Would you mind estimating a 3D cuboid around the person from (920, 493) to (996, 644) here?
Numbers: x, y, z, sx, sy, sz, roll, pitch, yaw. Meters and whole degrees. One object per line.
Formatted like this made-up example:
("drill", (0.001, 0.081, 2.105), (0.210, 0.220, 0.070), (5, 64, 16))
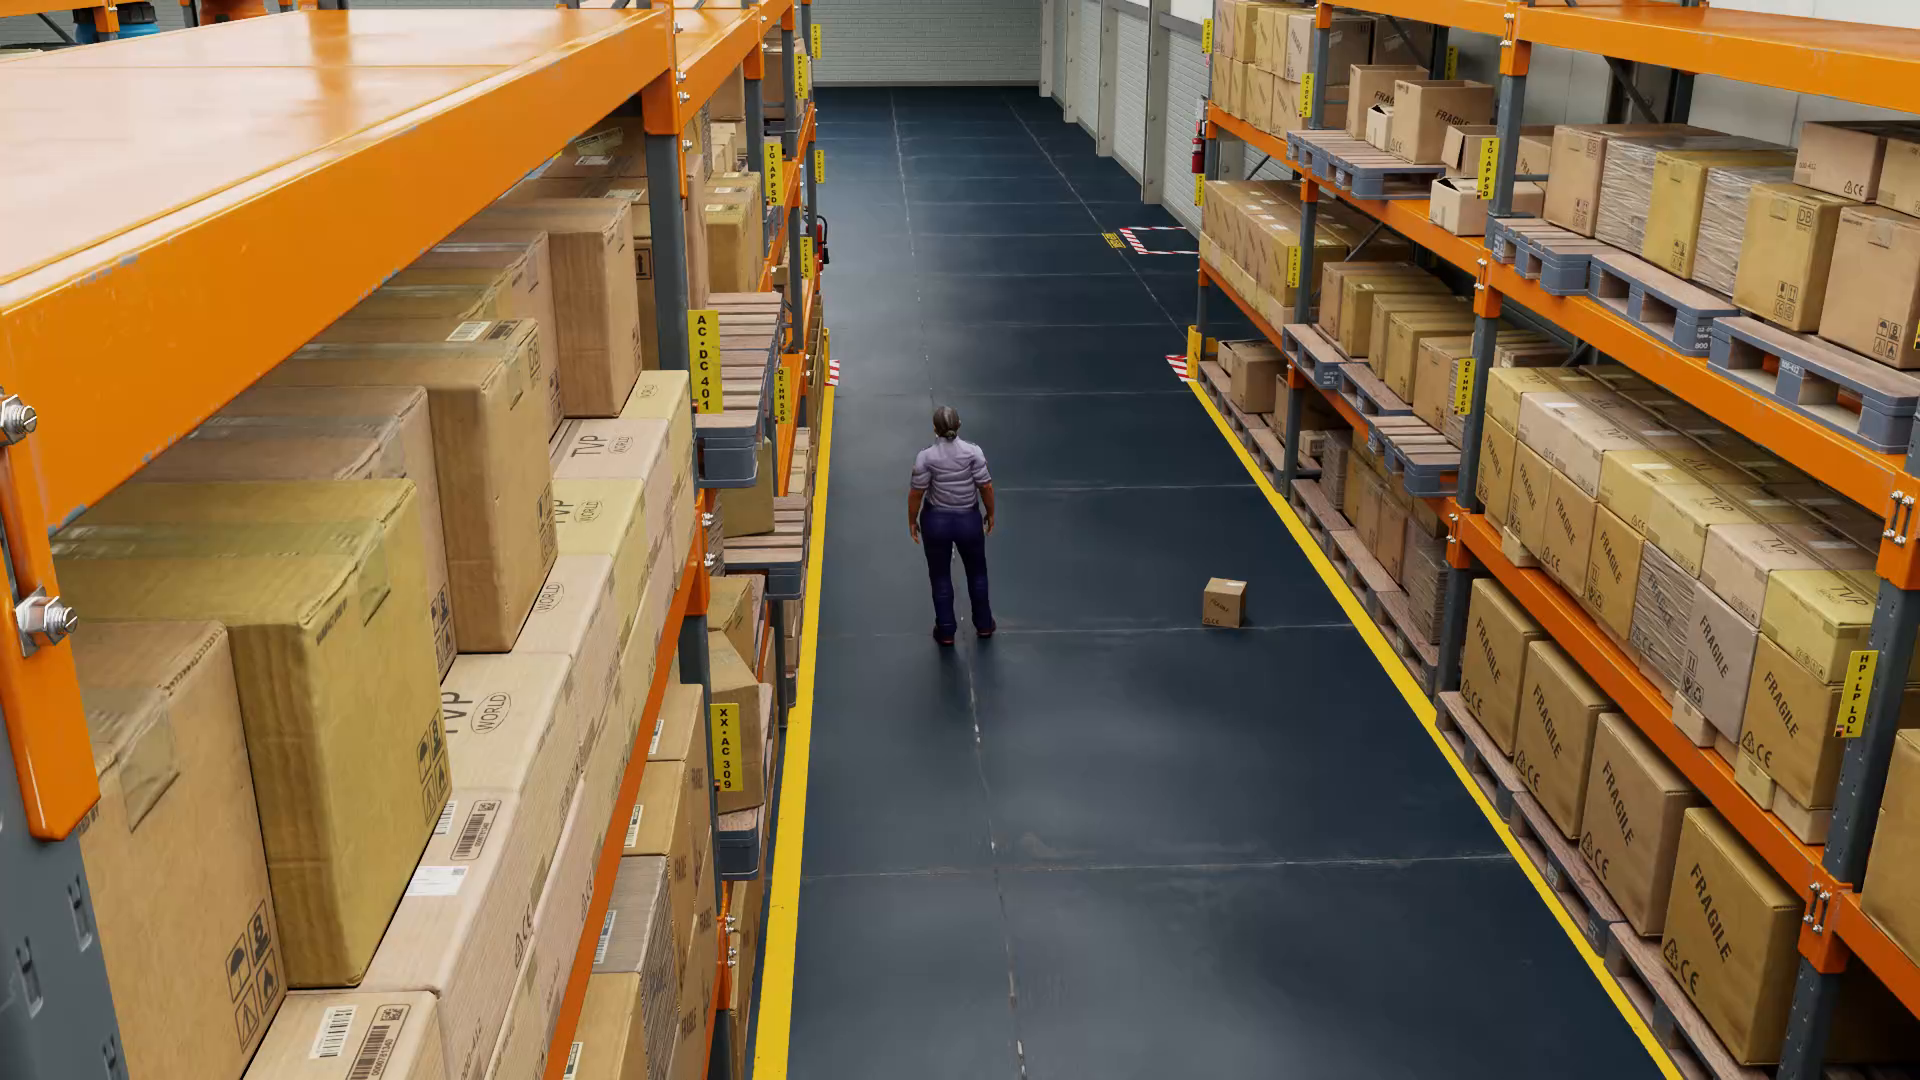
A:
("person", (-0.006, 0.167, 11.007), (0.525, 1.033, 0.500), (-1, 21, -4))
